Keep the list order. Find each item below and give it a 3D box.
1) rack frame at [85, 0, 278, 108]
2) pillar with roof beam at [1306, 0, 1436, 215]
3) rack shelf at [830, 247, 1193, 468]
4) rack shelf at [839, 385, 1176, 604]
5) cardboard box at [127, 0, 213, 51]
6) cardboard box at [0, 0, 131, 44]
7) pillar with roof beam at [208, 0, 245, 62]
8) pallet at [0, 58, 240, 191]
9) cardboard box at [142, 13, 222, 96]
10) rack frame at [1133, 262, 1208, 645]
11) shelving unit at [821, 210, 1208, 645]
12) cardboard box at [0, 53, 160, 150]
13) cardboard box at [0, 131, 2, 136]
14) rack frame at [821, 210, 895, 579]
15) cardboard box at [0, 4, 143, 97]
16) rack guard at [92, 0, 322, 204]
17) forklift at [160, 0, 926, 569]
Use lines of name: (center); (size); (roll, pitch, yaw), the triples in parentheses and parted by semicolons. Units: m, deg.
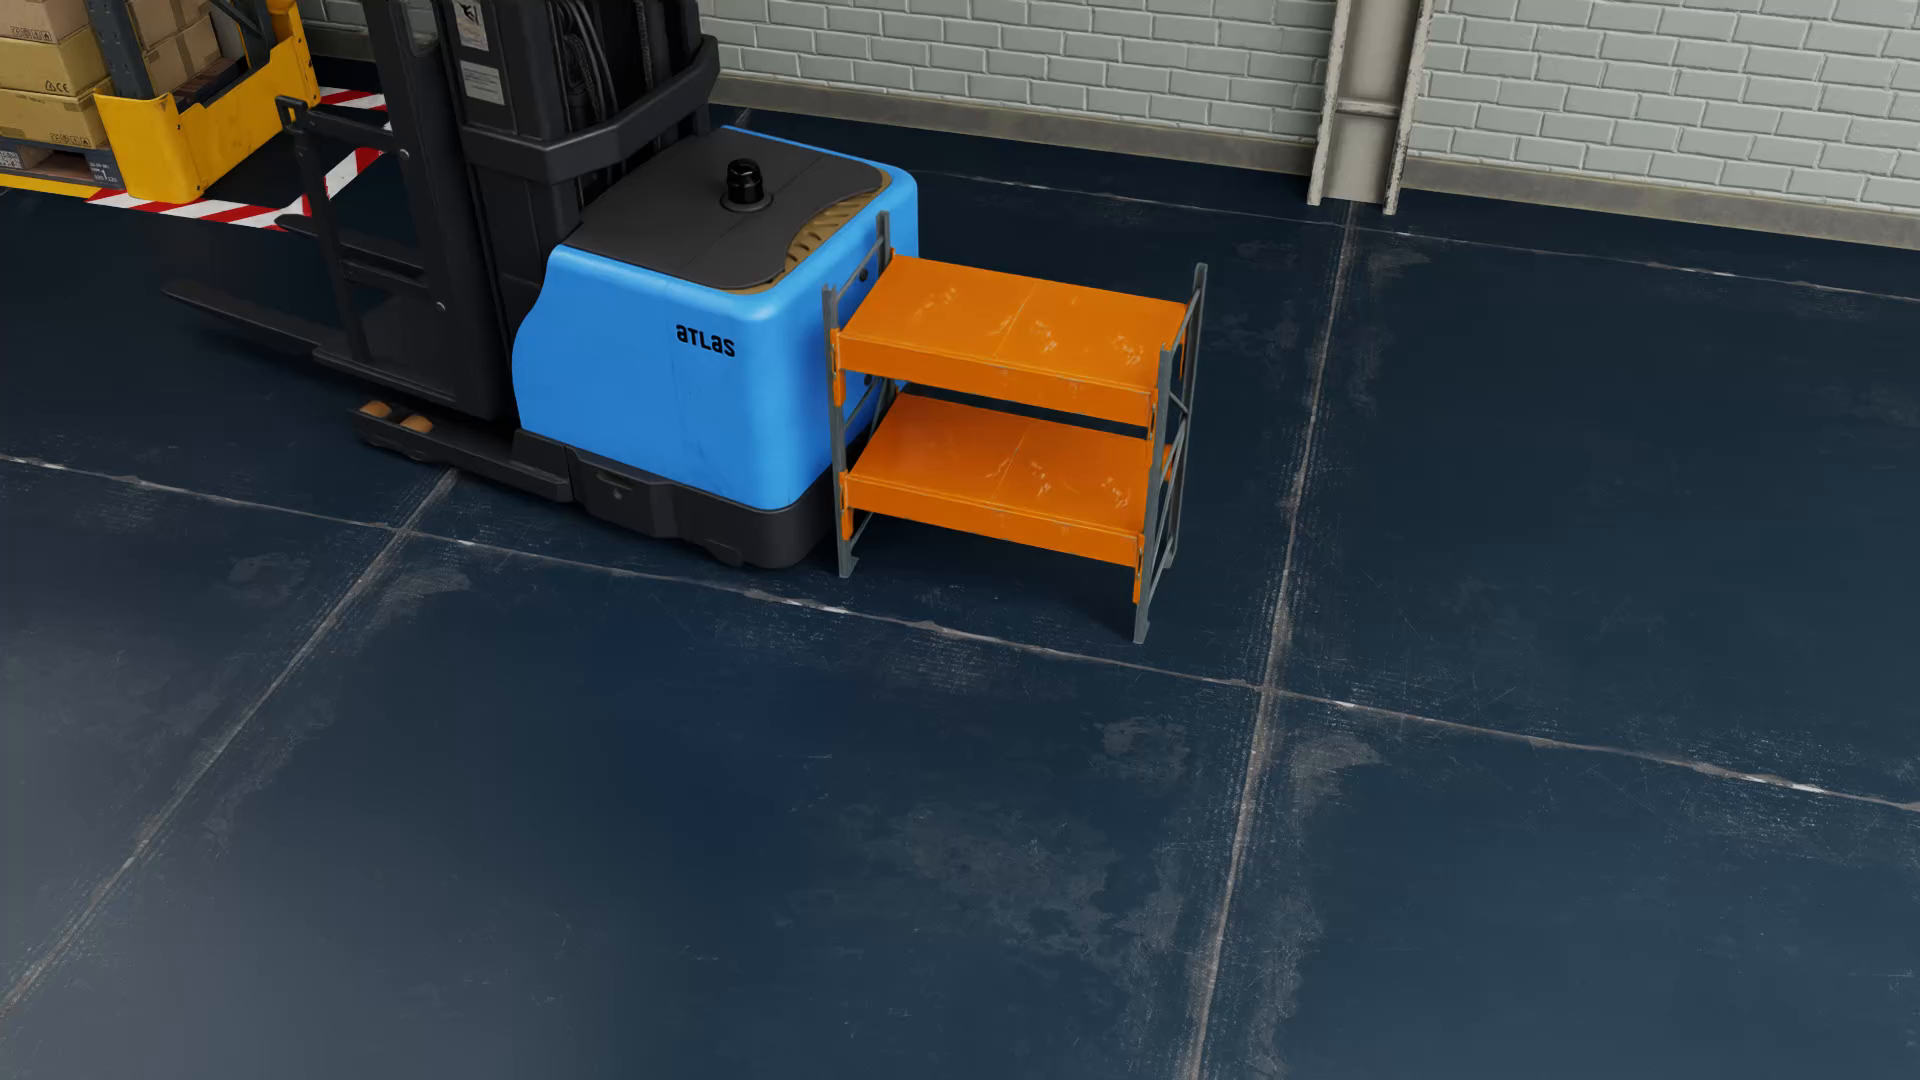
rack frame: (-3.548, -3.063, 7.065); (0.127, 3.000, 1.000); (10, 41, 11)
pillar with roof beam: (0.696, -2.364, 1.568); (0.400, 9.000, 9.100); (10, 41, 11)
rack shelf: (0.168, -0.575, 5.105); (1.000, 0.278, 0.538); (12, 42, 14)
rack shelf: (0.168, -0.163, 5.450); (1.000, 0.278, 0.538); (12, 42, 14)
cardboard box: (-3.949, -2.570, 7.900); (0.500, 0.250, 0.500); (10, 41, 12)
cardboard box: (-4.074, -2.437, 7.353); (0.500, 0.250, 0.500); (11, 41, 13)
pillar with roof beam: (-5.100, -3.361, 2.755); (0.400, 9.000, 9.100); (10, 41, 11)
pallet: (-4.298, -2.096, 8.082); (1.213, 0.211, 1.003); (10, 41, 11)
cardboard box: (-3.972, -2.374, 8.056); (0.500, 0.250, 0.500); (10, 41, 12)
rack frame: (0.650, -0.247, 5.170); (0.032, 1.125, 0.500); (12, 42, 14)
shelving unit: (0.168, -0.351, 5.293); (1.048, 1.125, 0.538); (12, 42, 14)
cardboard box: (-4.084, -2.053, 7.673); (0.500, 0.250, 0.500); (10, 41, 12)
cardboard box: (-4.562, -2.141, 7.779); (0.500, 0.250, 0.500); (10, 41, 11)
rack frame: (-0.314, -0.454, 5.416); (0.032, 1.125, 0.500); (12, 42, 14)
cardboard box: (-4.099, -2.249, 7.518); (0.500, 0.250, 0.500); (9, 41, 11)
rack guard: (-3.525, -2.102, 7.864); (0.348, 0.500, 1.175); (10, 41, 11)
forklift: (-1.676, -1.694, 5.488); (3.031, 2.935, 1.130); (18, 43, 21)
